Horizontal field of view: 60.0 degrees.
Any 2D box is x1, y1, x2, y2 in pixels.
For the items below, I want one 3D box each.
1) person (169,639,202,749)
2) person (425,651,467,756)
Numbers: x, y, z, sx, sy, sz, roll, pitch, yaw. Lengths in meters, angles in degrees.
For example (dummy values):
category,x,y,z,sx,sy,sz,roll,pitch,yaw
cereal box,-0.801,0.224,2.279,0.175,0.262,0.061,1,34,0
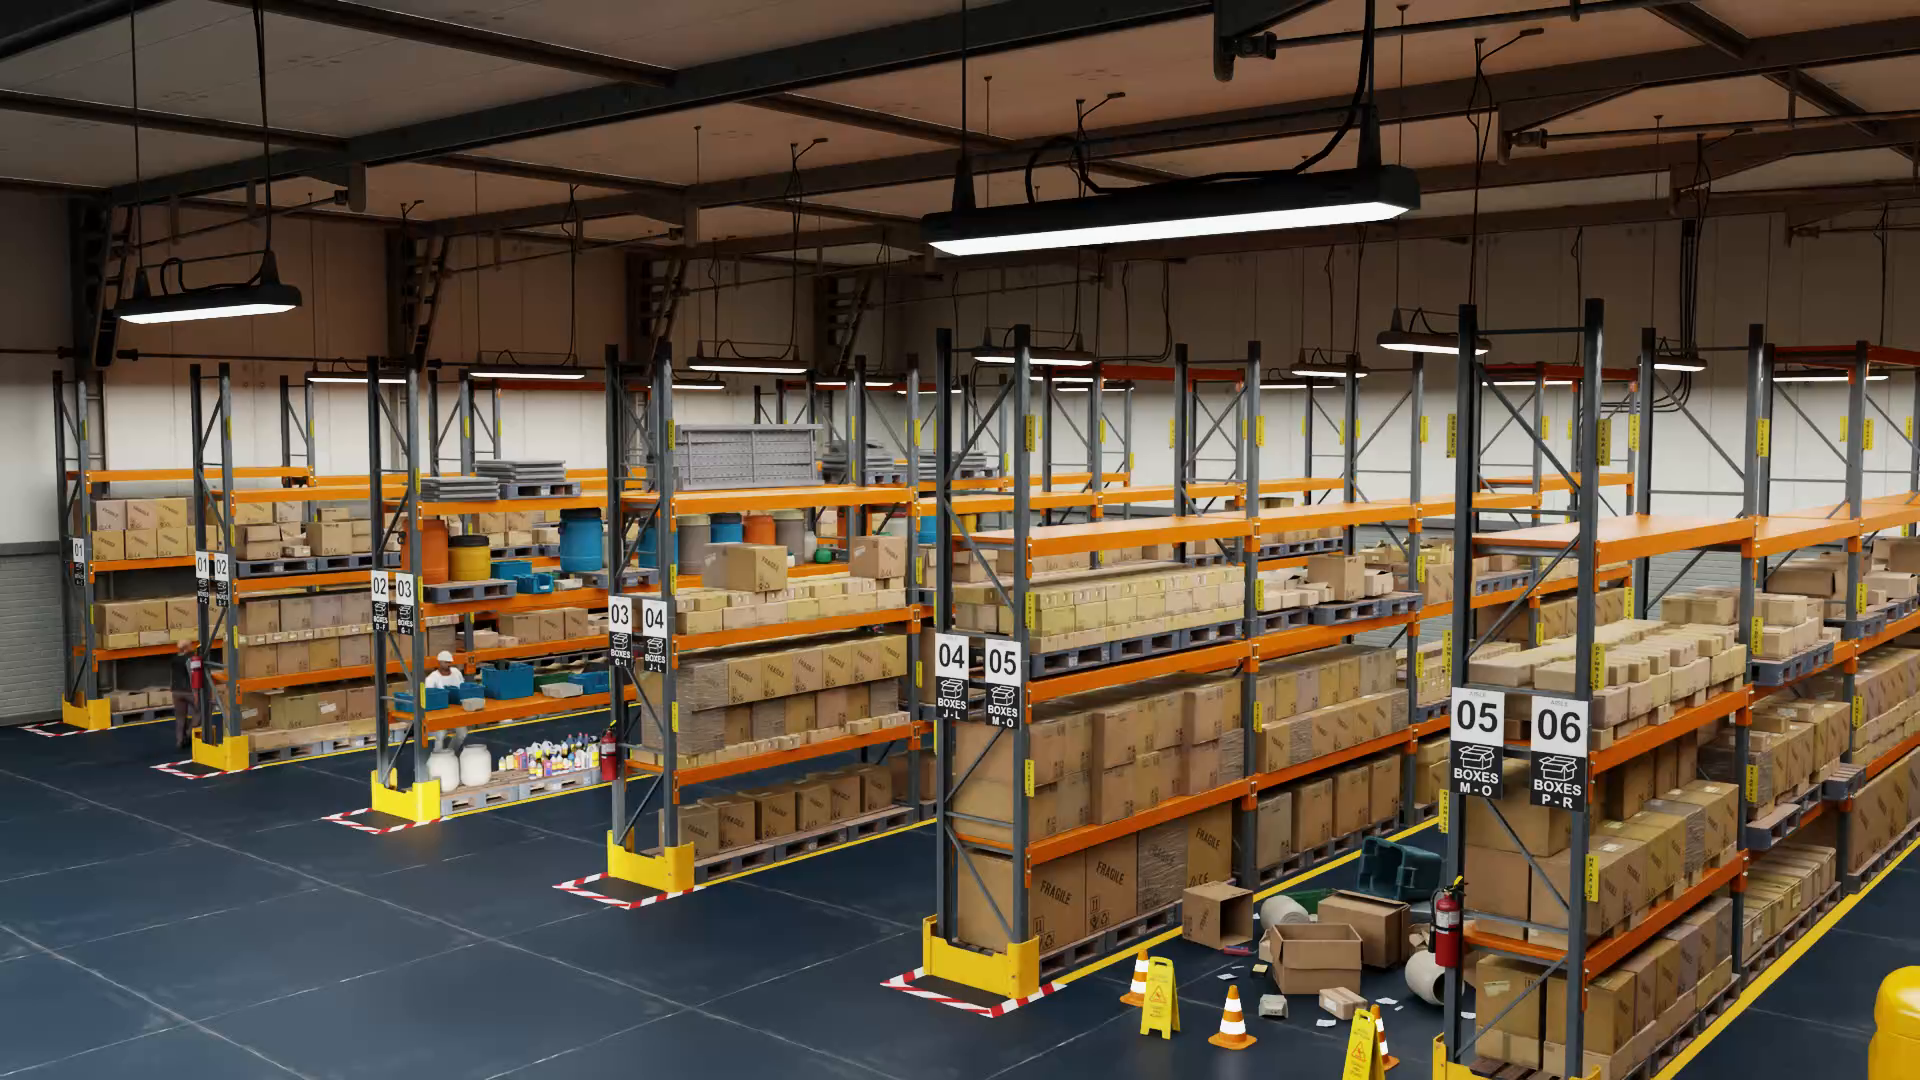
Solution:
category,x,y,z,sx,sy,sz,roll,pitch,yaw
person,-12.162,2.422,26.126,0.522,1.736,0.465,0,4,-2
person,-7.524,2.518,24.429,0.734,1.774,0.489,-3,5,-38
